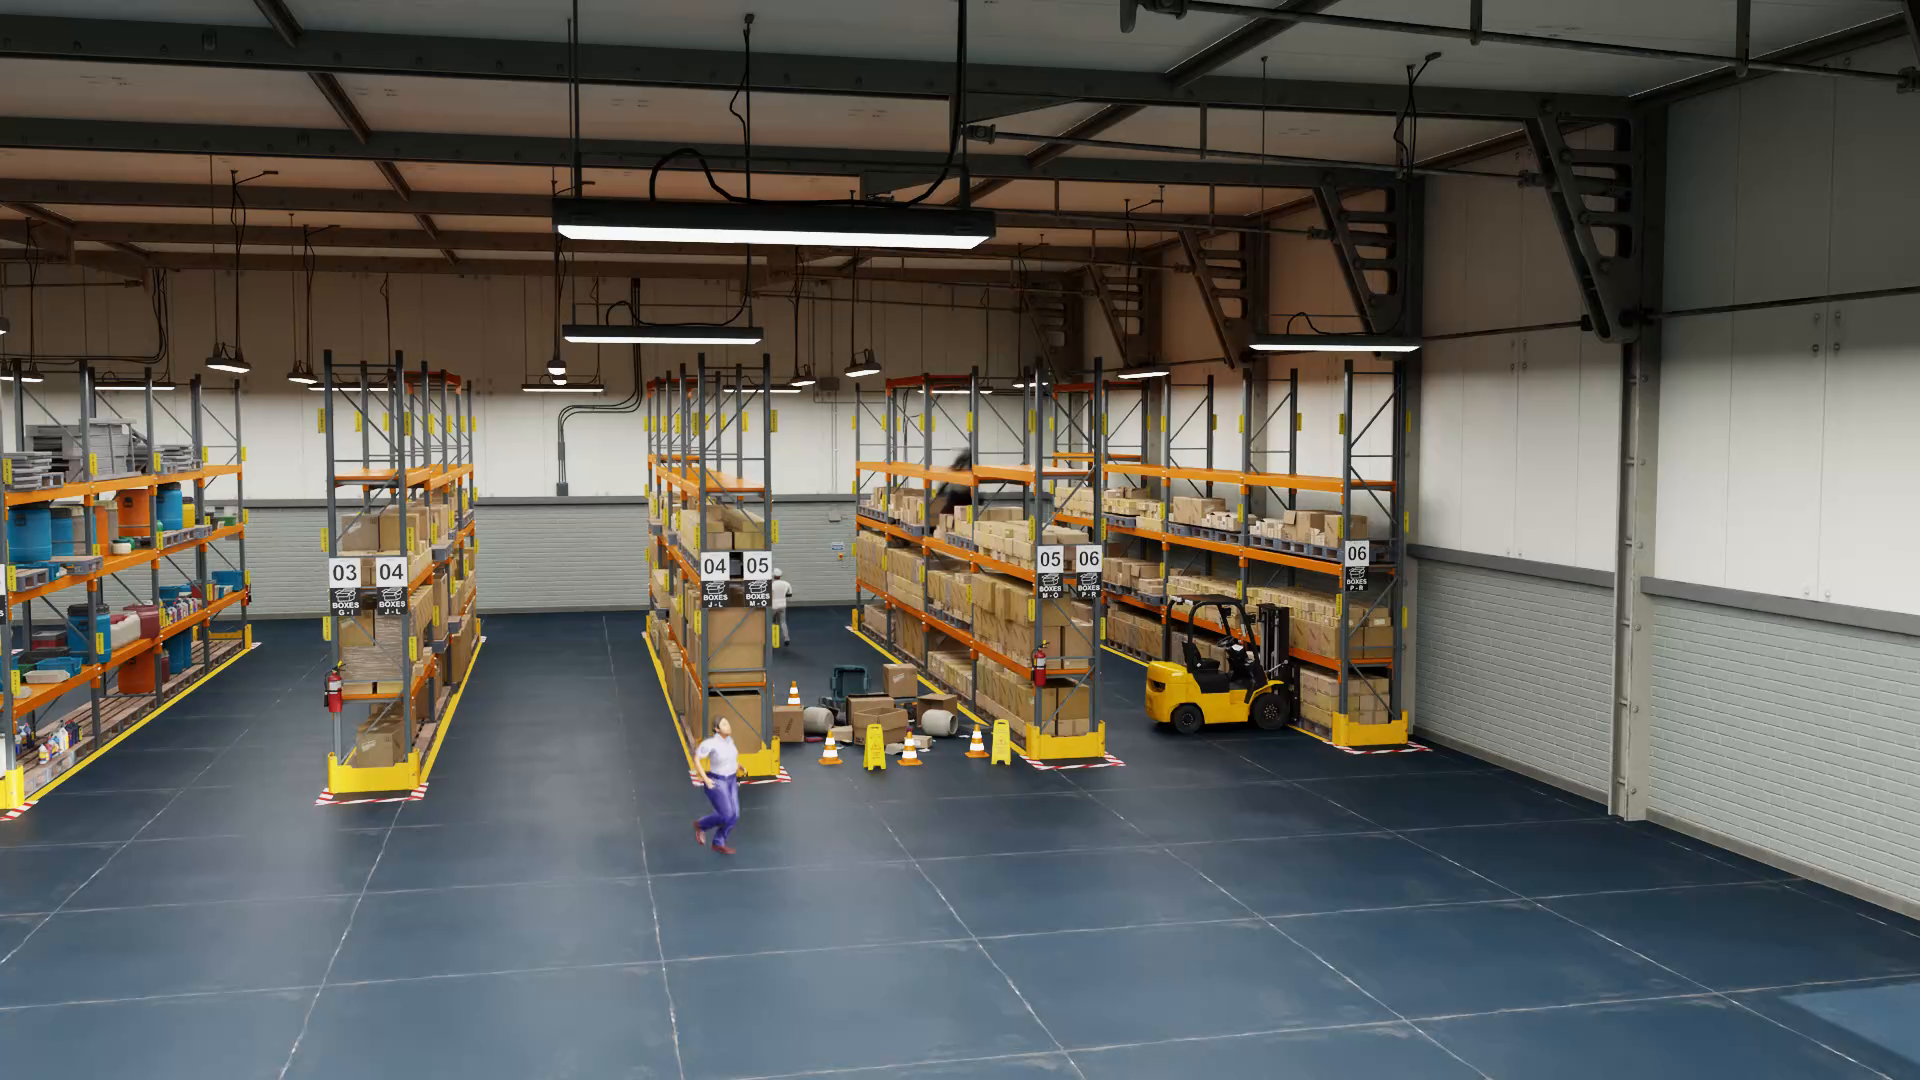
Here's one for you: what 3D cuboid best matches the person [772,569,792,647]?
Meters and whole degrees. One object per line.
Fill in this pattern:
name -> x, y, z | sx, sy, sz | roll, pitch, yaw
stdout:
person -> -4.049, 1.517, 36.976 | 0.730, 1.769, 0.939 | -2, 4, -28

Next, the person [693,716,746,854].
person -> -2.783, 2.858, 19.396 | 0.559, 1.612, 0.634 | 2, 5, 30
